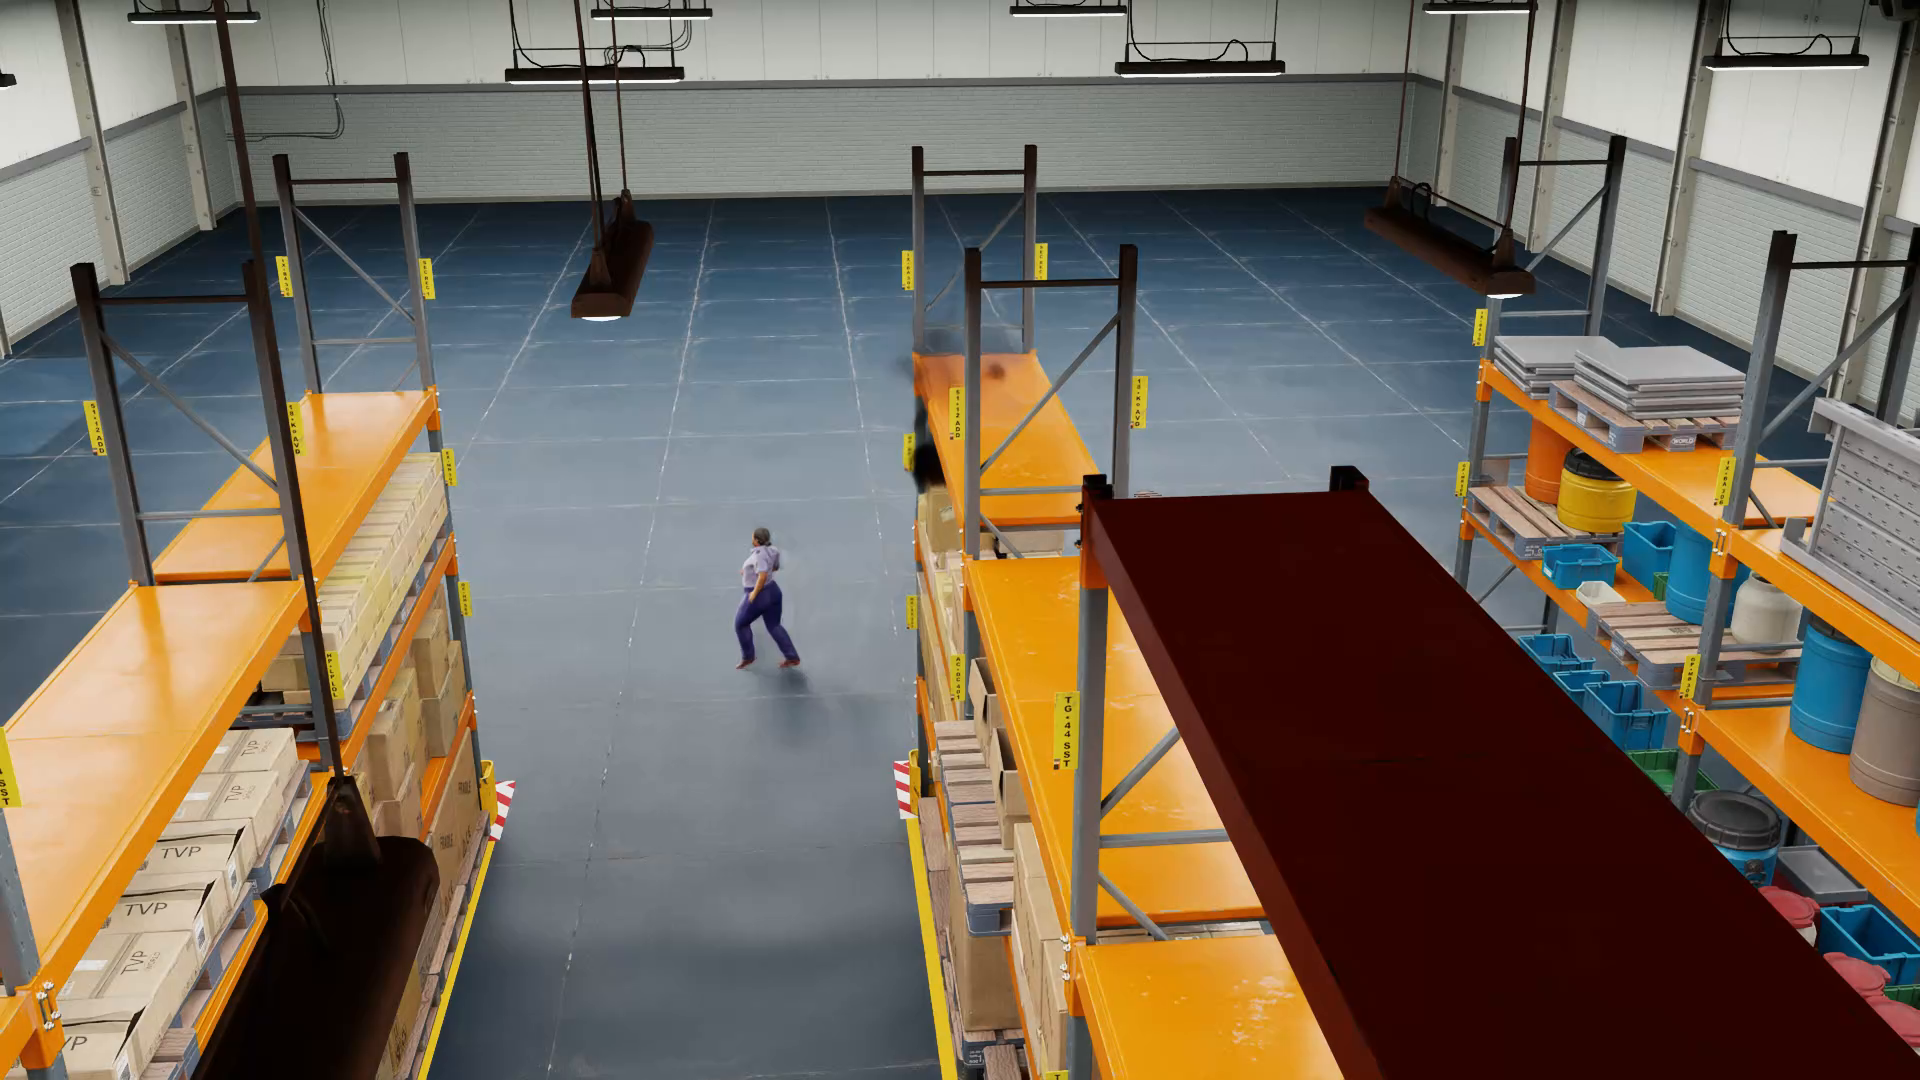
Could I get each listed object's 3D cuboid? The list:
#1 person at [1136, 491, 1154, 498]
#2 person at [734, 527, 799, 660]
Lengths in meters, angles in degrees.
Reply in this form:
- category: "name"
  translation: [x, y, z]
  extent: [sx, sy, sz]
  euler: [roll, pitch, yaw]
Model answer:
- category: "person"
  translation: [1.948, -0.137, 18.299]
  extent: [0.703, 0.887, 0.645]
  euler: [10, 24, 24]
- category: "person"
  translation: [-2.092, 0.582, 17.755]
  extent: [0.724, 1.529, 0.608]
  euler: [13, 25, 30]
